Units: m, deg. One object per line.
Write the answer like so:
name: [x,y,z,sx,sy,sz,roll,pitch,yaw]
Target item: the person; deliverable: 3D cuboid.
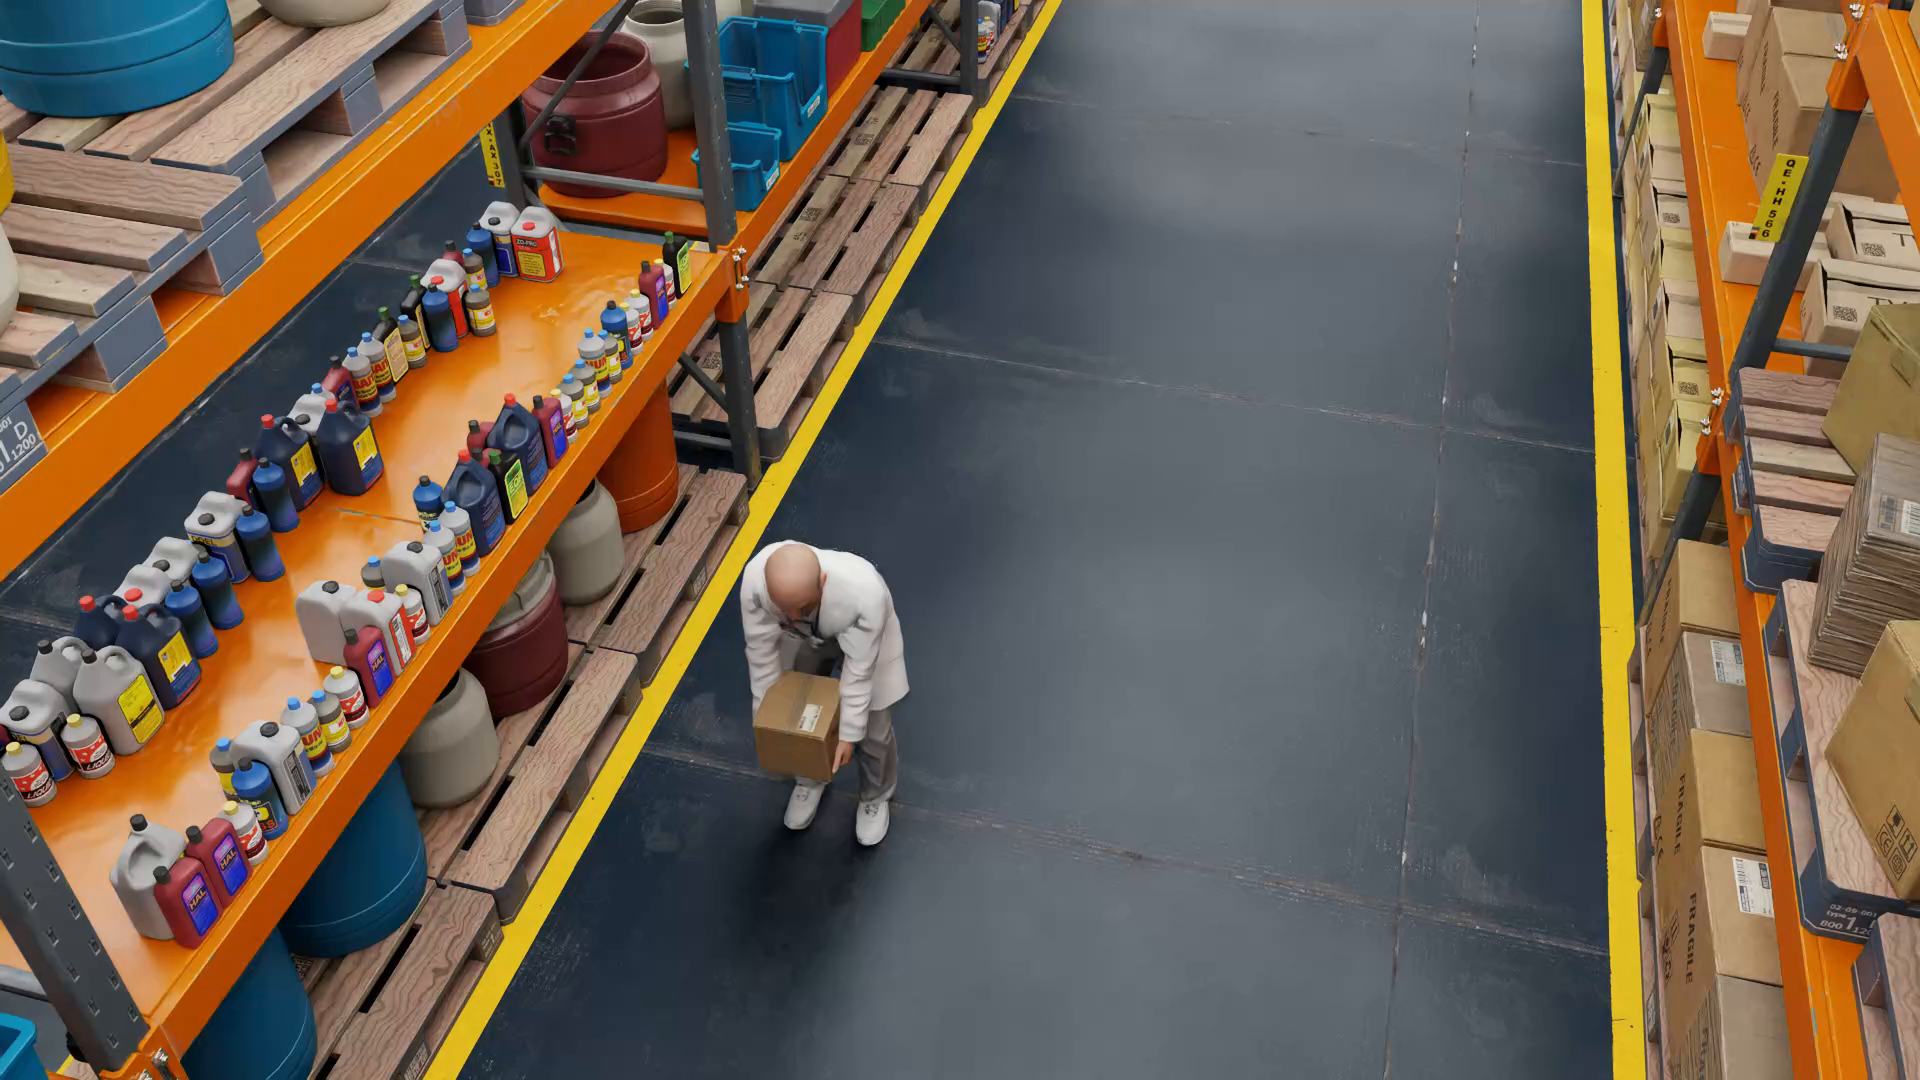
person: [-0.477,0.483,5.744,0.550,1.602,0.716,9,41,10]
